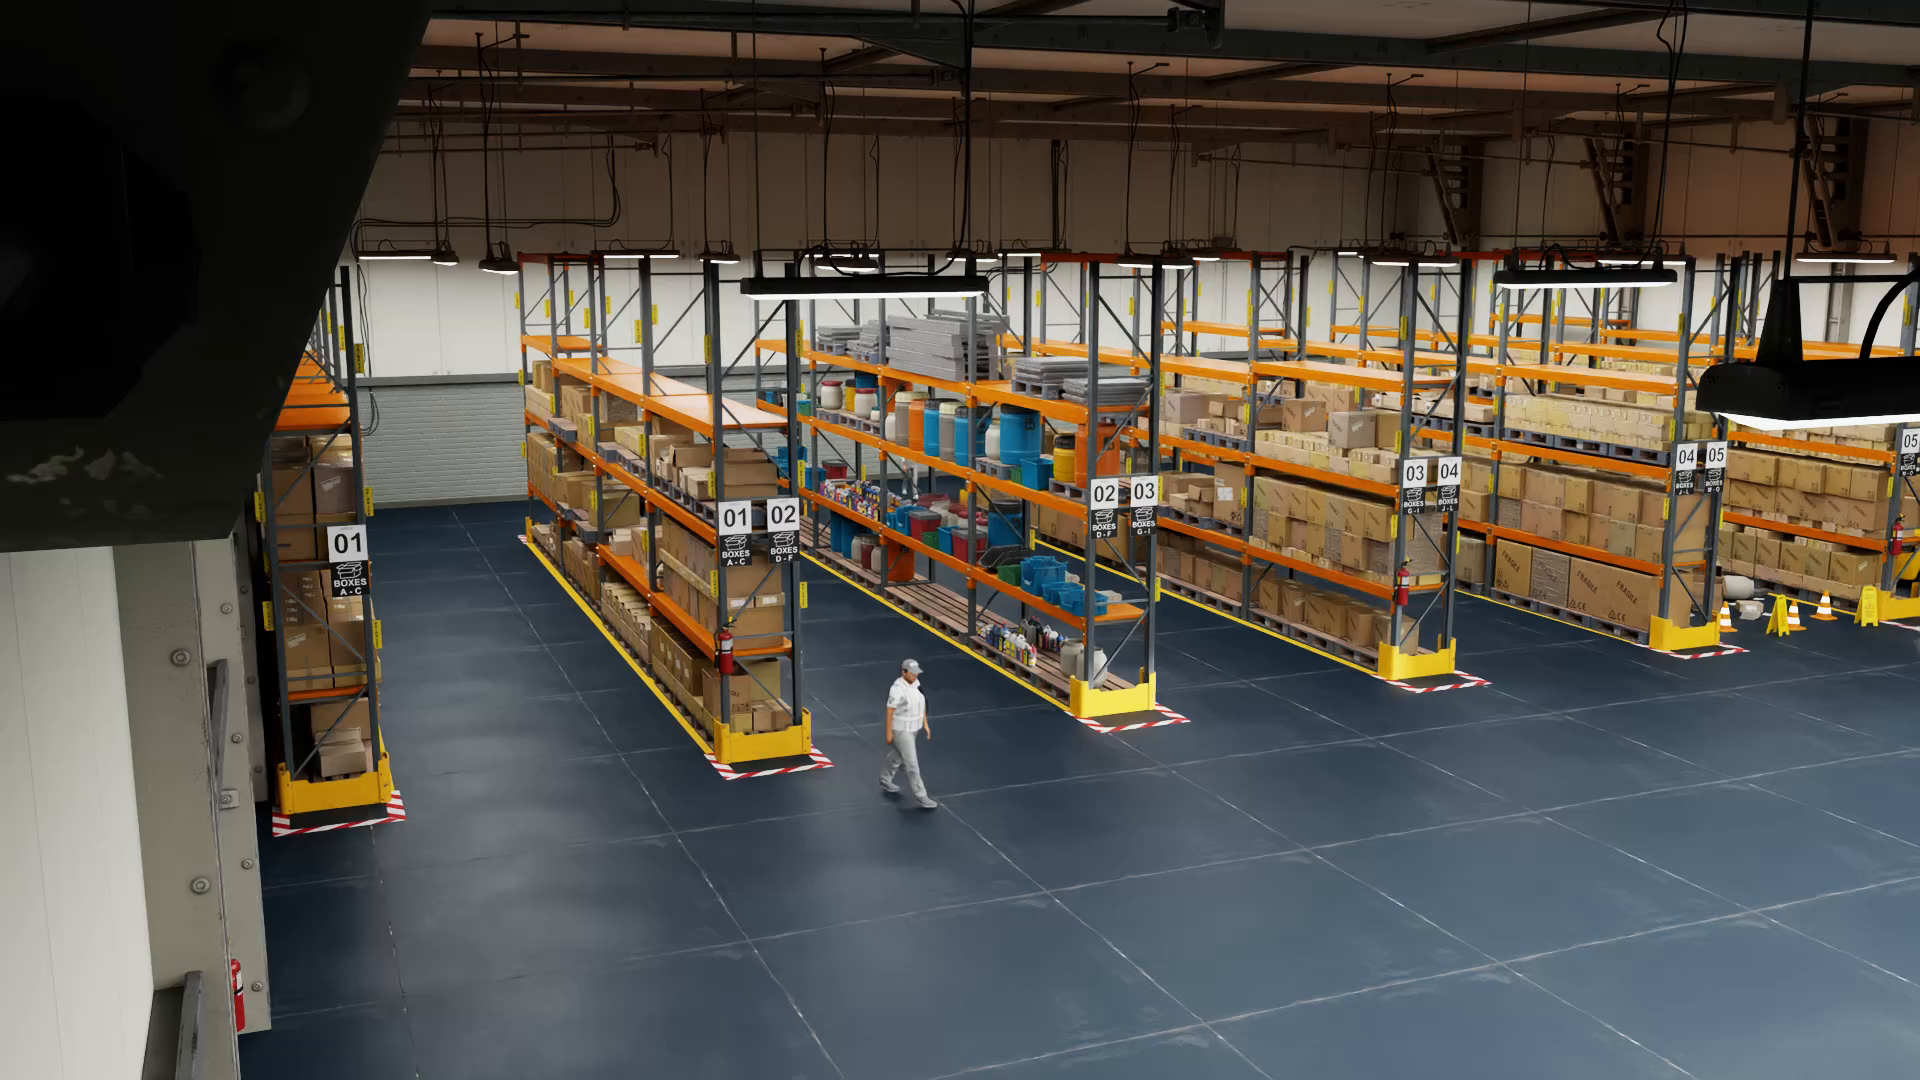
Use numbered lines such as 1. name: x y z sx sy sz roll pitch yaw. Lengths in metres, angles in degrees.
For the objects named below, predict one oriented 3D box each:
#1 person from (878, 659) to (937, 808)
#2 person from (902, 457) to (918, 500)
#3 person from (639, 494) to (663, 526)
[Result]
1. person: -0.578 2.132 18.779 0.957 1.610 0.528 6 12 28
2. person: -1.209 -1.793 40.452 0.447 1.536 1.008 -2 11 -13
3. person: -6.680 -1.047 35.826 0.563 1.727 1.143 -7 12 -32
